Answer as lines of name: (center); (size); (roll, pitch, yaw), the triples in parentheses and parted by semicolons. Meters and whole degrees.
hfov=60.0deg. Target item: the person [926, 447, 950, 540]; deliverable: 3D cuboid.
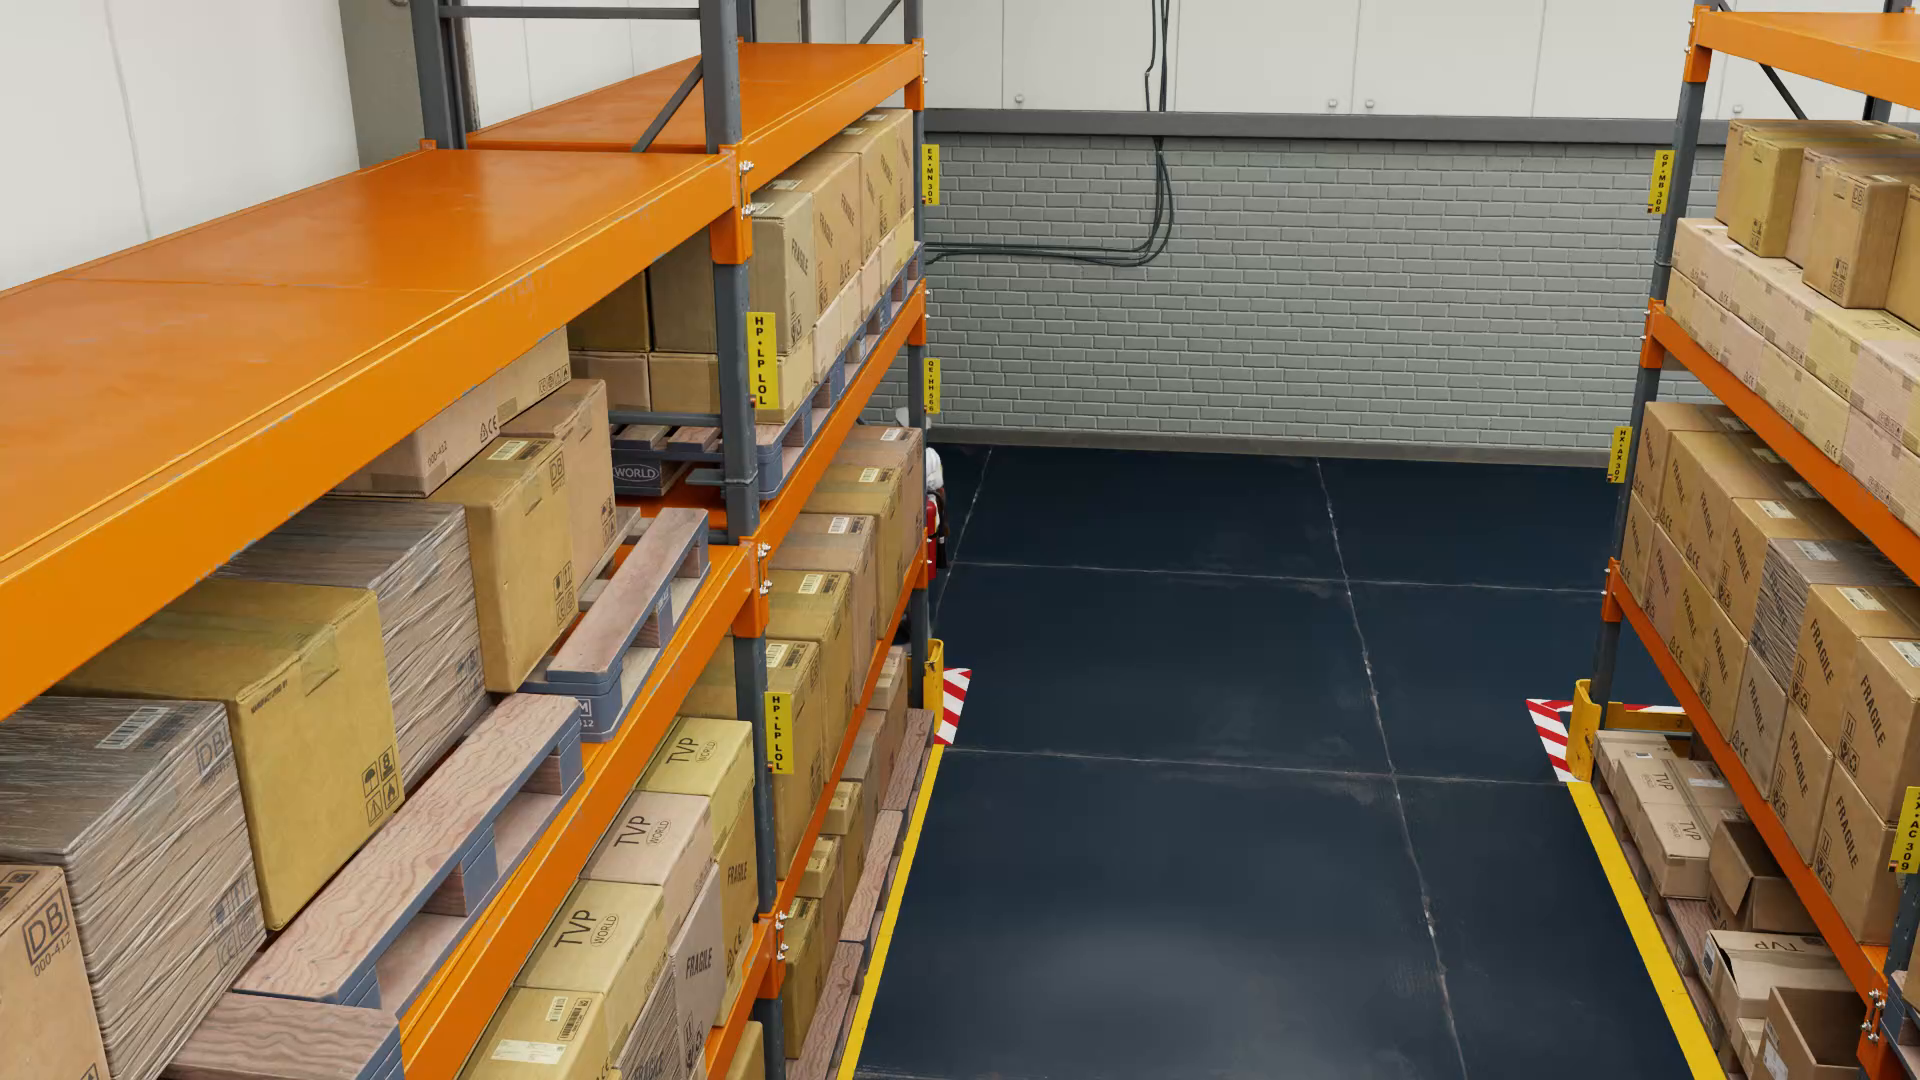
person: (-0.302, -0.386, 11.127); (0.584, 0.963, 0.343); (-15, 26, -34)
